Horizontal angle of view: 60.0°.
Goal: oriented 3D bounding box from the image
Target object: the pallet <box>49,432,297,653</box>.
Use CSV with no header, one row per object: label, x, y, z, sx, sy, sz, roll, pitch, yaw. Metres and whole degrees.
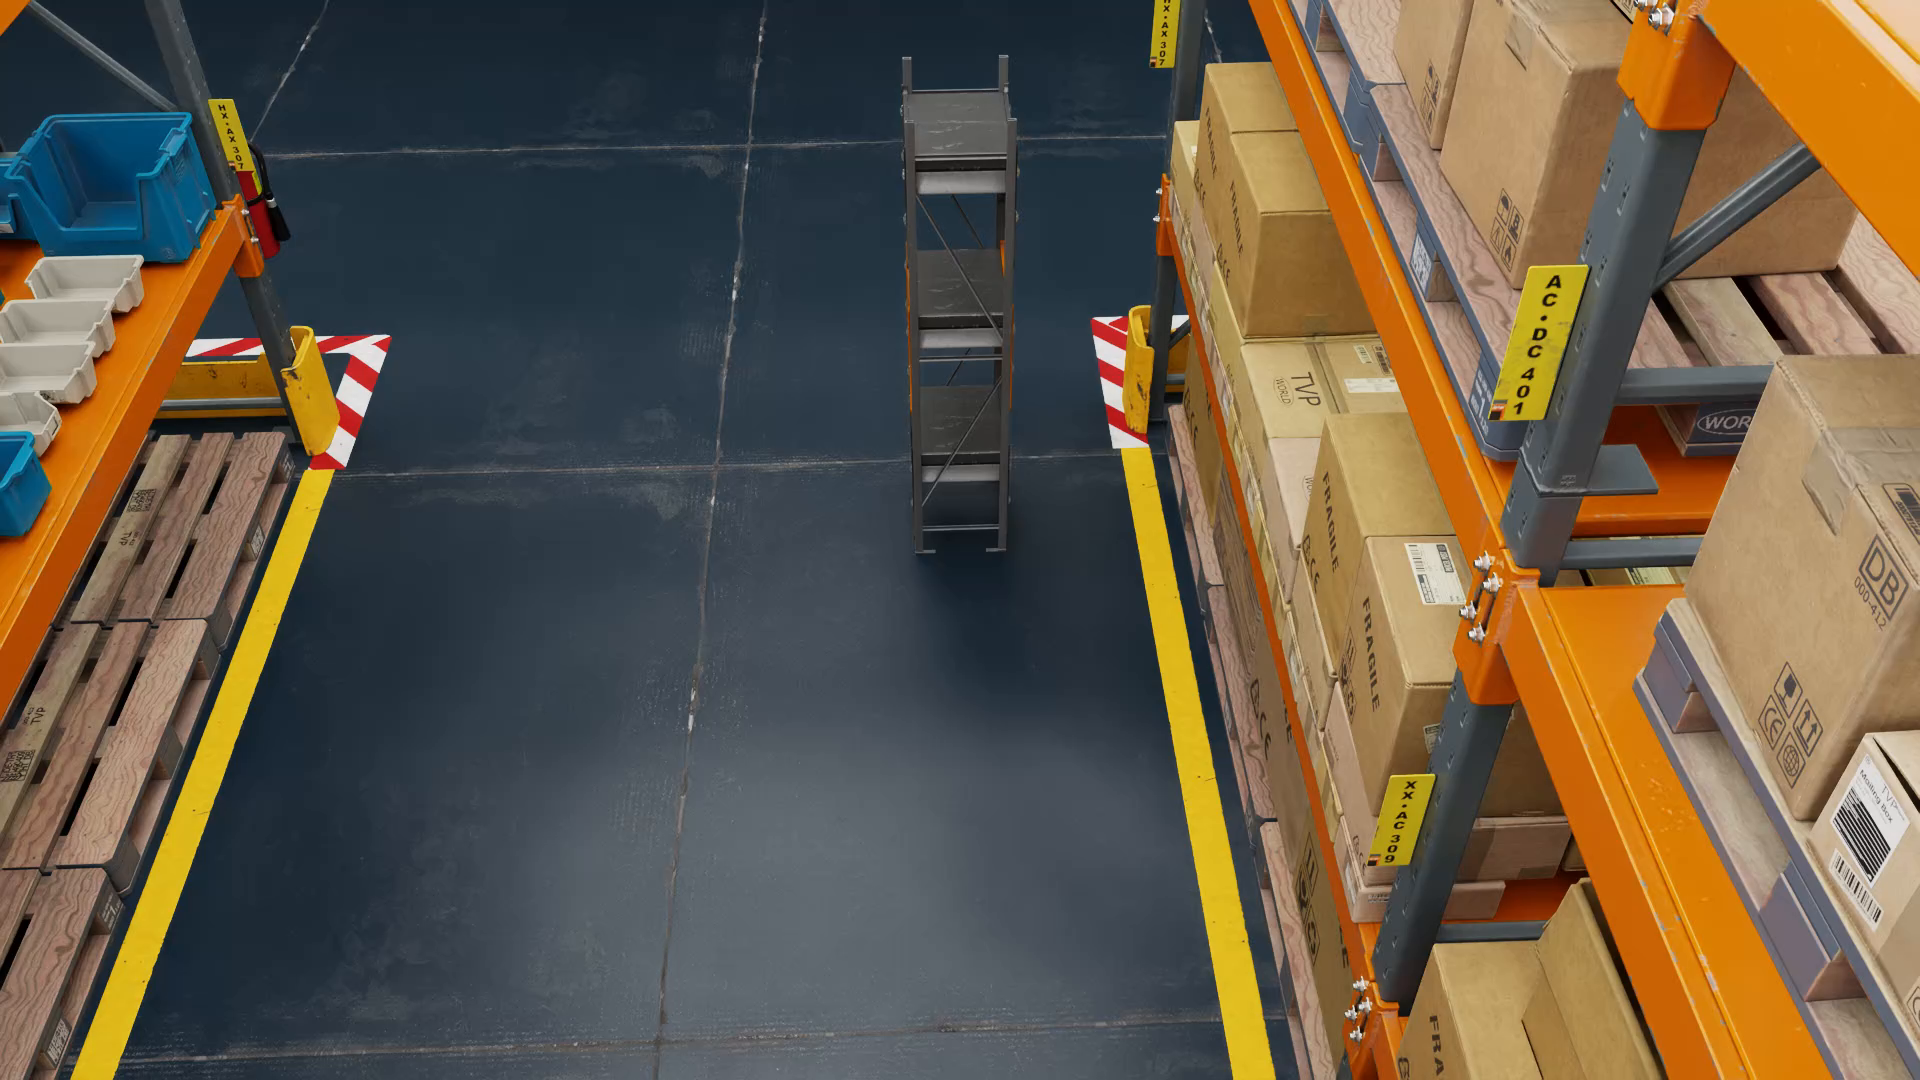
pallet,-3.567,-0.001,7.245,1.003,0.211,1.213,-2,43,-2

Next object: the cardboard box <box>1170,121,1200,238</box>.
cardboard box,1.136,-1.451,6.654,0.500,0.250,0.500,-3,43,-3

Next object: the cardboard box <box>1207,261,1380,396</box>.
cardboard box,1.182,-0.761,5.901,0.500,0.250,0.500,-3,43,-3

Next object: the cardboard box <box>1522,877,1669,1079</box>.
cardboard box,1.591,0.996,3.277,0.797,0.503,0.637,-3,43,-3

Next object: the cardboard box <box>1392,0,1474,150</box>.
cardboard box,1.444,-1.253,3.868,0.700,0.500,0.500,0,43,0

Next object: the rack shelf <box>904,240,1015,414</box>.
rack shelf,-0.007,-0.876,6.821,0.431,0.518,0.480,-2,43,-2

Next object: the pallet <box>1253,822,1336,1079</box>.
pallet,1.601,1.484,5.625,1.003,0.211,1.213,-2,43,-2

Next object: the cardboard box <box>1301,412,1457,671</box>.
cardboard box,1.251,0.000,4.516,0.500,0.500,0.500,-1,43,-1

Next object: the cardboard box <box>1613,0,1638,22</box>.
cardboard box,1.522,-1.274,3.336,0.500,0.250,0.500,-4,43,-5

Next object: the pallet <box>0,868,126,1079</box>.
pallet,-3.463,1.646,5.447,1.003,0.211,1.213,-2,43,-2

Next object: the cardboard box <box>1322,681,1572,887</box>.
cardboard box,1.274,0.627,4.387,0.500,0.250,0.500,-2,43,-3

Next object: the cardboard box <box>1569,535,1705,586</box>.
cardboard box,1.790,0.310,4.177,0.500,0.500,0.500,-2,43,-2

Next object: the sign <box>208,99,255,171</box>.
sign,-3.014,-1.674,6.885,0.100,0.325,0.005,-2,43,-2

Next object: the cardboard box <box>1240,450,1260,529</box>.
cardboard box,1.150,-0.172,5.553,0.380,0.149,0.250,-1,43,-1

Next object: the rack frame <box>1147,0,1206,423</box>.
rack frame,1.385,-1.729,7.066,1.000,3.000,0.127,-2,43,-2

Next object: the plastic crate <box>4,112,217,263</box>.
plastic crate,-3.362,-1.401,6.638,0.616,0.435,0.499,-2,43,-2

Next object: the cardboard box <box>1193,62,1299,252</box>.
cardboard box,1.157,-1.390,6.033,0.500,0.500,0.500,-3,43,-3

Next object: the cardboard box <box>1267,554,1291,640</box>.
cardboard box,1.171,0.173,5.177,0.380,0.149,0.250,-1,43,-1

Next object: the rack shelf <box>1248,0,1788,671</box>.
rack shelf,1.470,-1.219,4.822,1.077,0.370,4.000,-2,43,-2

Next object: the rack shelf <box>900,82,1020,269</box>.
rack shelf,-0.007,-1.392,6.348,0.431,0.518,0.480,-2,43,-2

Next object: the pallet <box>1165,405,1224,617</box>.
pallet,1.497,-0.163,7.422,1.003,0.211,1.213,-2,43,-2

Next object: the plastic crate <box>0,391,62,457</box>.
plastic crate,-3.282,-0.384,5.749,0.298,0.136,0.250,-2,43,-2

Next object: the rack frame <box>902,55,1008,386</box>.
rack frame,-0.017,-1.051,6.992,0.400,2.100,0.015,-2,43,-2

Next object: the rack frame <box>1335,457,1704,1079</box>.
rack frame,1.555,0.971,4.120,1.000,3.000,0.127,-2,43,-2

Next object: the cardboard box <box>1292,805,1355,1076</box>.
cardboard box,1.607,1.152,5.185,0.875,0.875,0.875,-2,43,-2

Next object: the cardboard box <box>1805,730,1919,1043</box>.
cardboard box,1.512,0.487,2.184,0.500,0.311,0.500,-3,43,-3

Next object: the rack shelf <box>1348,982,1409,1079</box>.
rack shelf,1.640,2.587,2.890,1.077,0.370,4.000,-2,43,-2

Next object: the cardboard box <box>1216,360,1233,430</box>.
cardboard box,1.128,-0.519,5.932,0.380,0.149,0.250,-2,43,-2

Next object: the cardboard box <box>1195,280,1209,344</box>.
cardboard box,1.106,-0.865,6.310,0.380,0.149,0.250,-2,43,-2

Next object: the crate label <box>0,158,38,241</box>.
crate label,-3.882,-1.371,6.755,0.416,0.233,0.303,-2,43,-2

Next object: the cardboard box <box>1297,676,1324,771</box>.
cardboard box,1.193,0.521,4.798,0.380,0.149,0.250,-2,43,-3

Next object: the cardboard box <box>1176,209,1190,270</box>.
cardboard box,1.083,-1.214,6.690,0.380,0.149,0.250,-2,43,-2

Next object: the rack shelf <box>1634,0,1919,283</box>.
rack shelf,1.640,0.523,0.998,1.077,0.370,4.000,-2,43,-2

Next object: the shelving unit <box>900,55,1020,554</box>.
shelving unit,-0.007,-0.886,6.812,0.431,2.100,0.503,-2,43,-2

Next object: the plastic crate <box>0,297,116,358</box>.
plastic crate,-3.350,-0.770,6.171,0.396,0.136,0.243,-2,43,-2

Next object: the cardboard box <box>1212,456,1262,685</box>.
cardboard box,1.531,-0.056,6.503,0.875,0.875,0.875,-2,43,-2

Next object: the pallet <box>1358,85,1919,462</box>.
pallet,1.531,-0.654,3.739,1.003,0.211,1.213,-2,43,-2

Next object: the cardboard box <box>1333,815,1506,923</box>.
cardboard box,1.215,0.868,4.419,0.380,0.149,0.250,-1,43,-2

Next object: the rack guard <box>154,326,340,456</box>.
rack guard,-3.577,-0.681,7.773,1.175,0.500,0.348,-2,43,-2

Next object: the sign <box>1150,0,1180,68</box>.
sign,0.831,-2.065,6.734,0.100,0.325,0.005,-2,43,-2

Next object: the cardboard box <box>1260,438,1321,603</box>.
cardboard box,1.228,-0.067,5.144,0.500,0.250,0.500,-1,43,-1
